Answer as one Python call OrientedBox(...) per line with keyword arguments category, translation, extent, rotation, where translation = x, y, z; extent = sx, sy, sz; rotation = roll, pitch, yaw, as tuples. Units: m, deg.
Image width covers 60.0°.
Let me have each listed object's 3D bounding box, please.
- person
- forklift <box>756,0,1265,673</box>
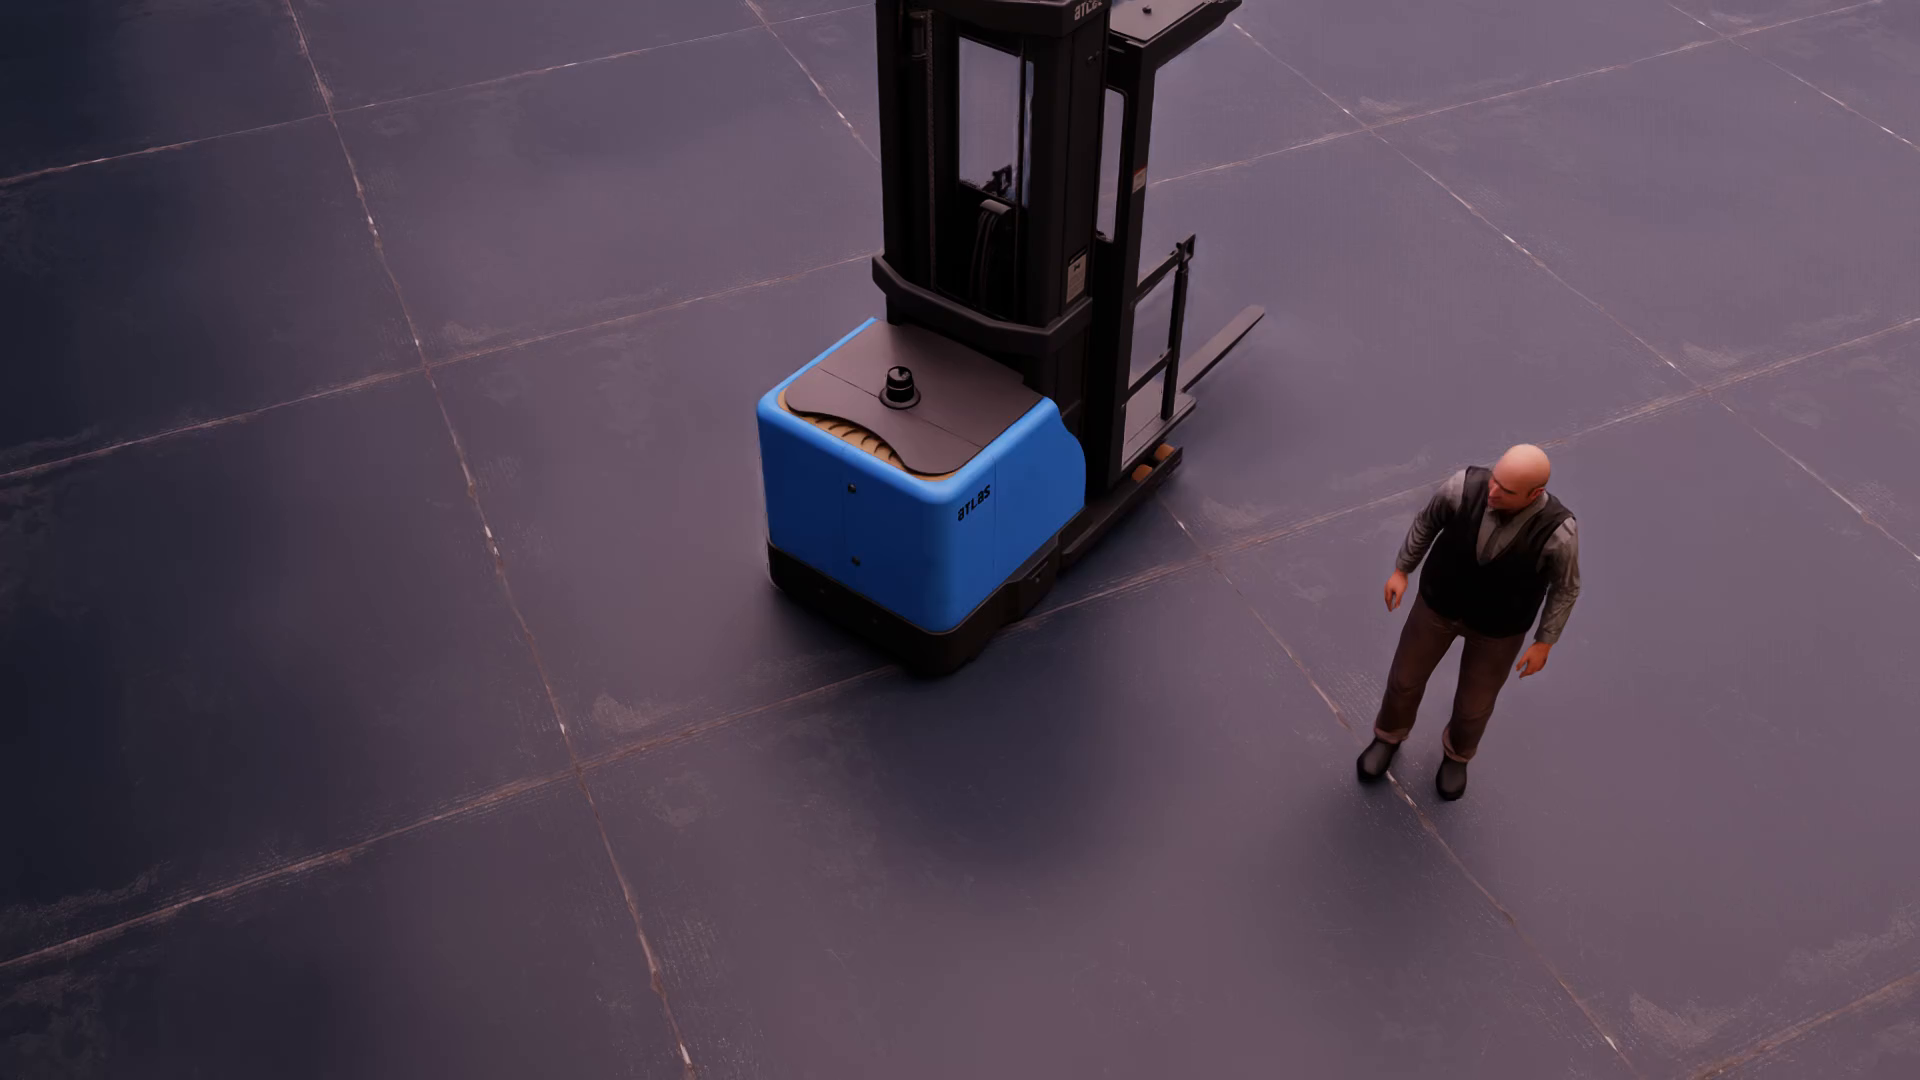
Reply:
OrientedBox(category="person", translation=(1.917, 0.290, 6.261), extent=(0.665, 1.716, 0.466), rotation=(25, 48, 24))
OrientedBox(category="forklift", translation=(0.432, -1.456, 7.241), extent=(1.130, 2.935, 3.031), rotation=(28, 50, 26))
